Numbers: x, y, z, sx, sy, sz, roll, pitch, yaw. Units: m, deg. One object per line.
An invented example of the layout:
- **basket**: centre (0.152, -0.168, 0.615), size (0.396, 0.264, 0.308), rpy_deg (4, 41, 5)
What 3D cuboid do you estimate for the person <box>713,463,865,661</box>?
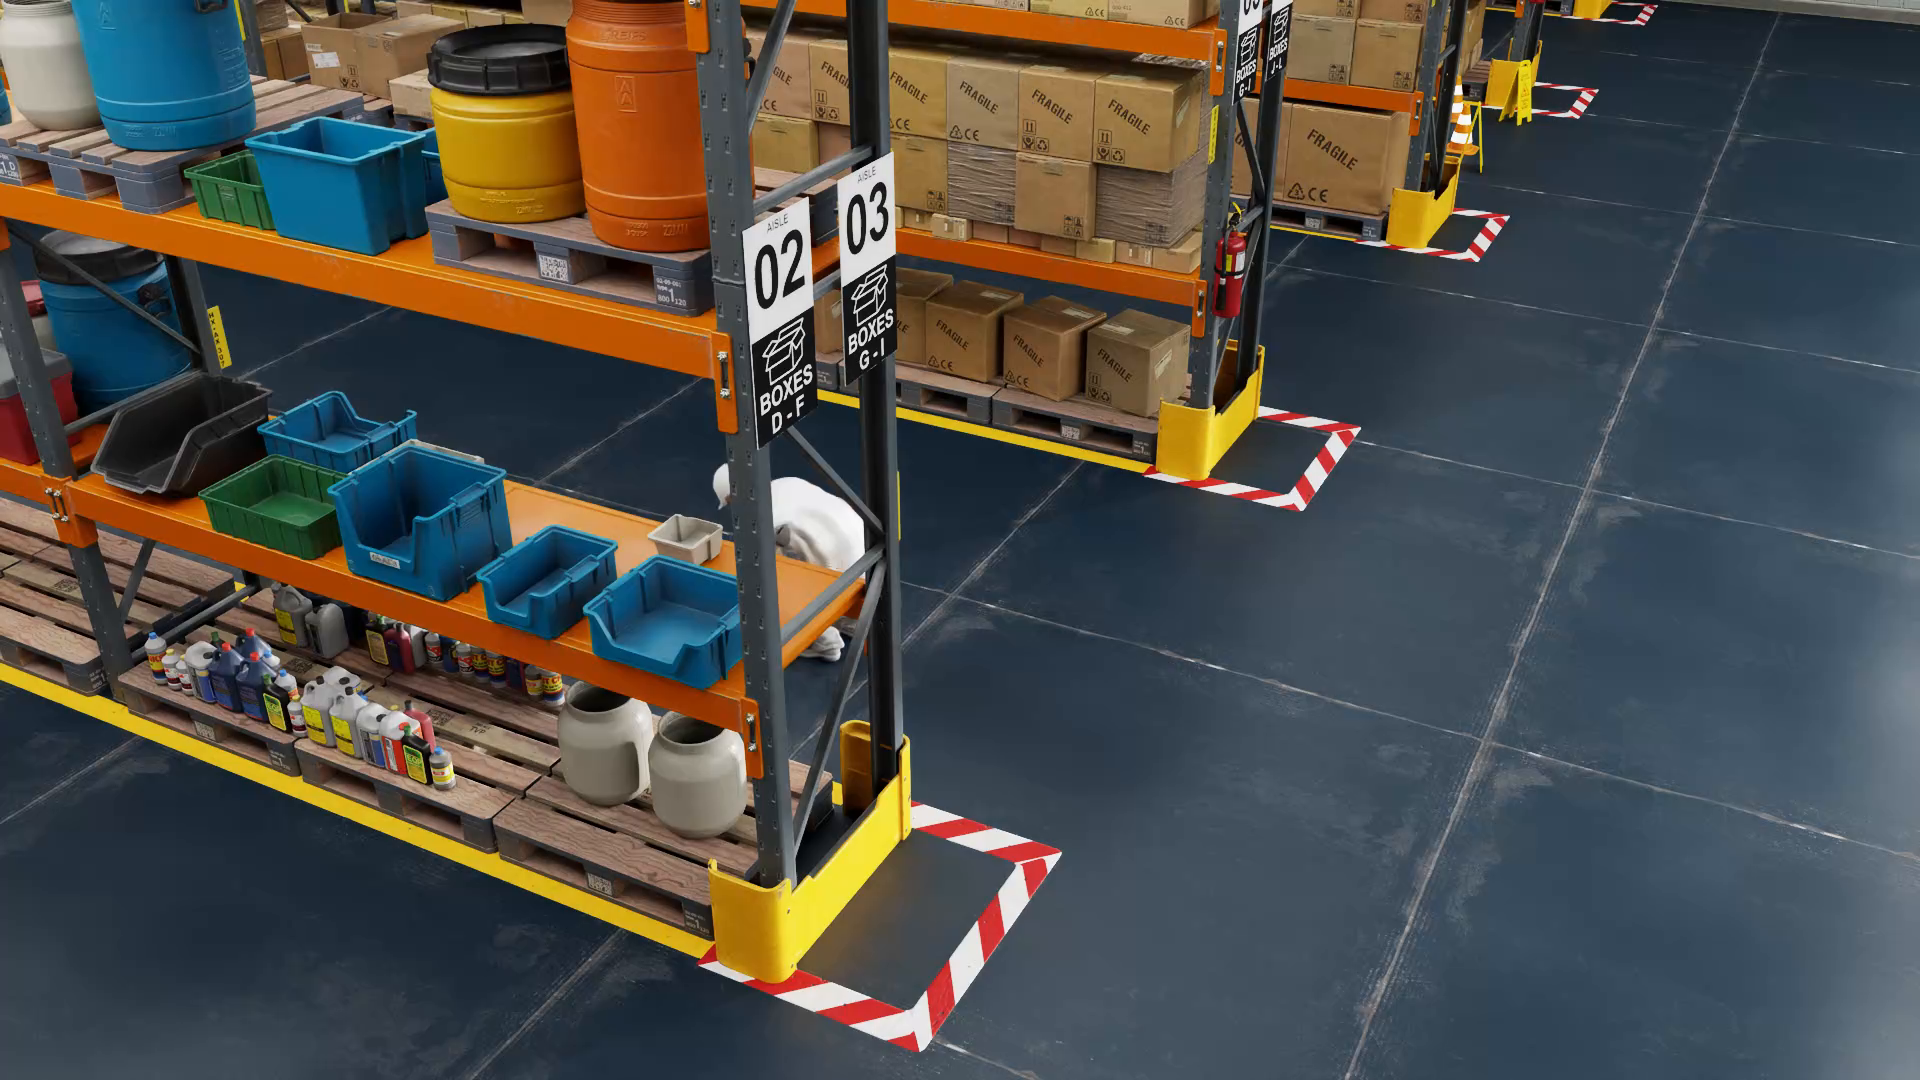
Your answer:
- **person**: centre (-0.859, 0.096, 8.888), size (0.943, 0.996, 0.511), rpy_deg (13, 32, 22)
